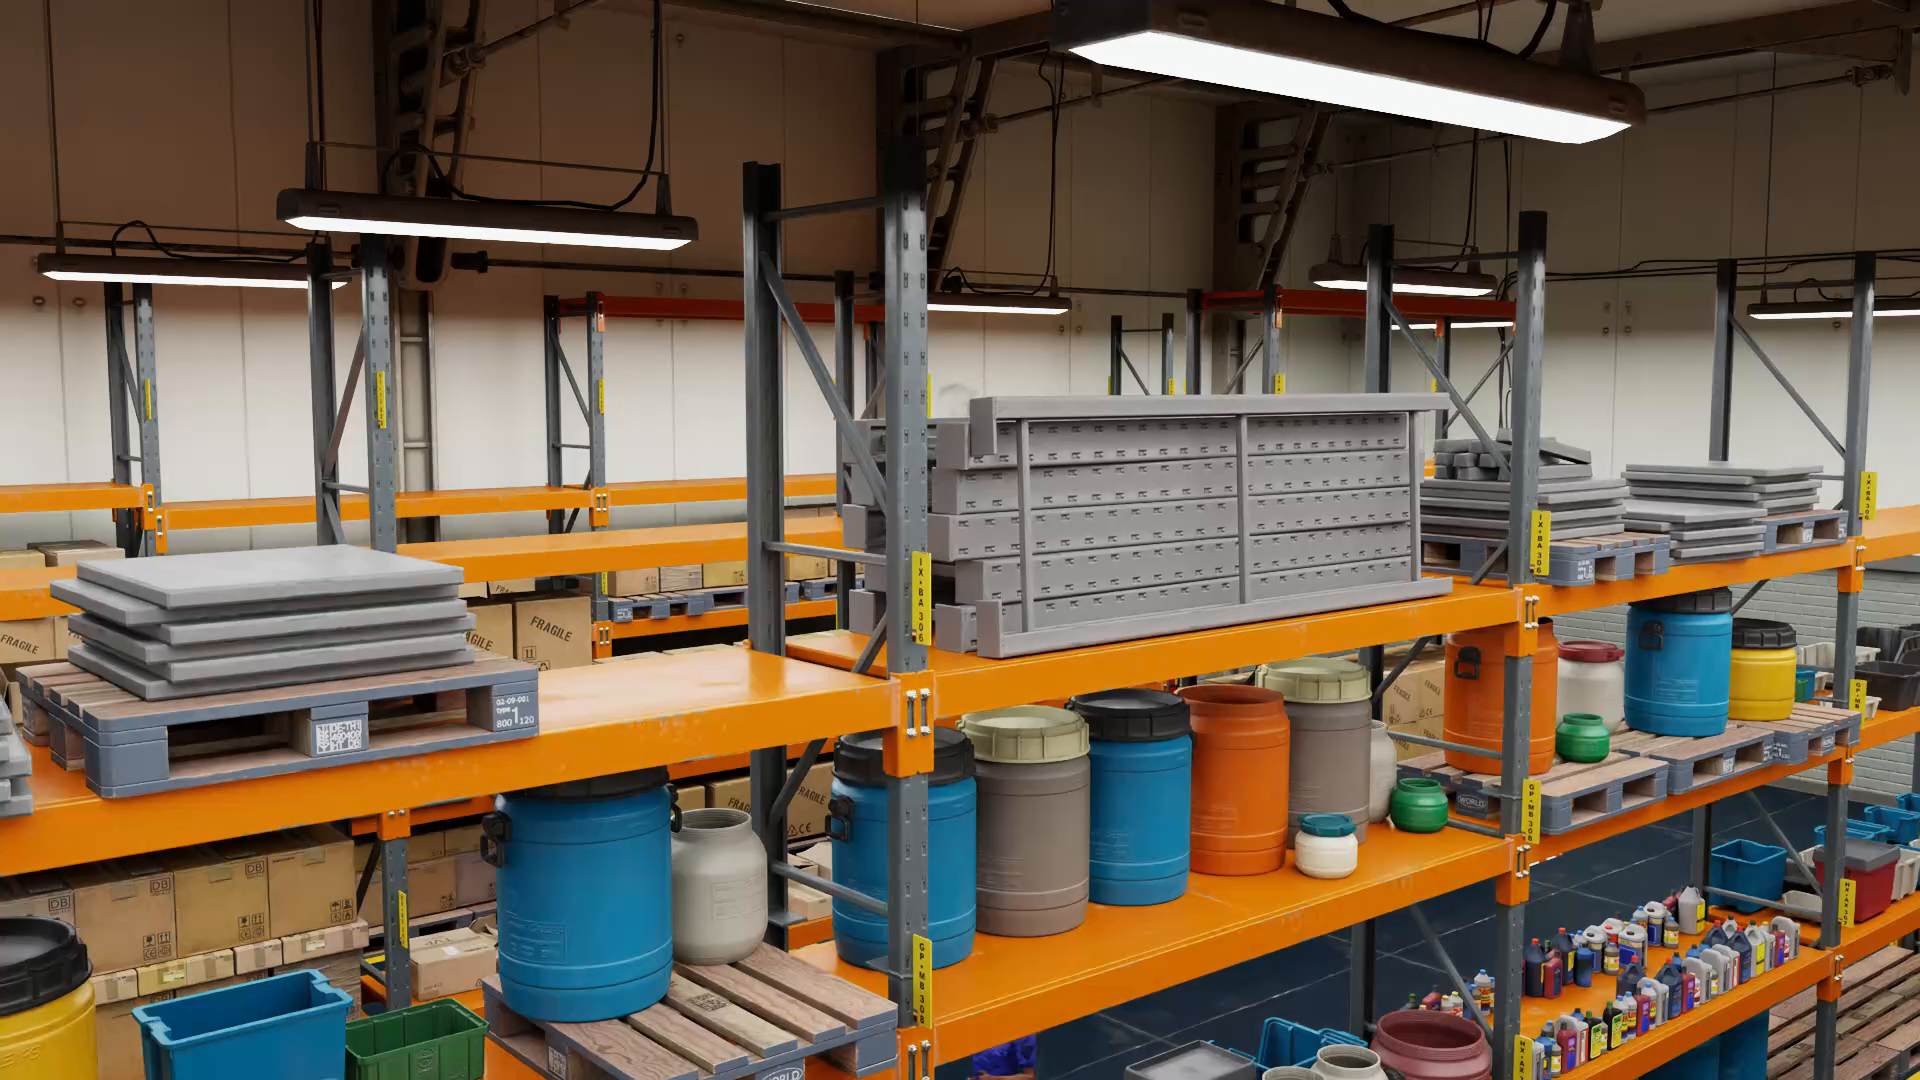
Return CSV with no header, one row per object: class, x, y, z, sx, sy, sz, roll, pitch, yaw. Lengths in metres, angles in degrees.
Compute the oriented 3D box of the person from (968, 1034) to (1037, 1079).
person,0.246,3.409,9.923,0.555,1.703,0.755,4,7,39
